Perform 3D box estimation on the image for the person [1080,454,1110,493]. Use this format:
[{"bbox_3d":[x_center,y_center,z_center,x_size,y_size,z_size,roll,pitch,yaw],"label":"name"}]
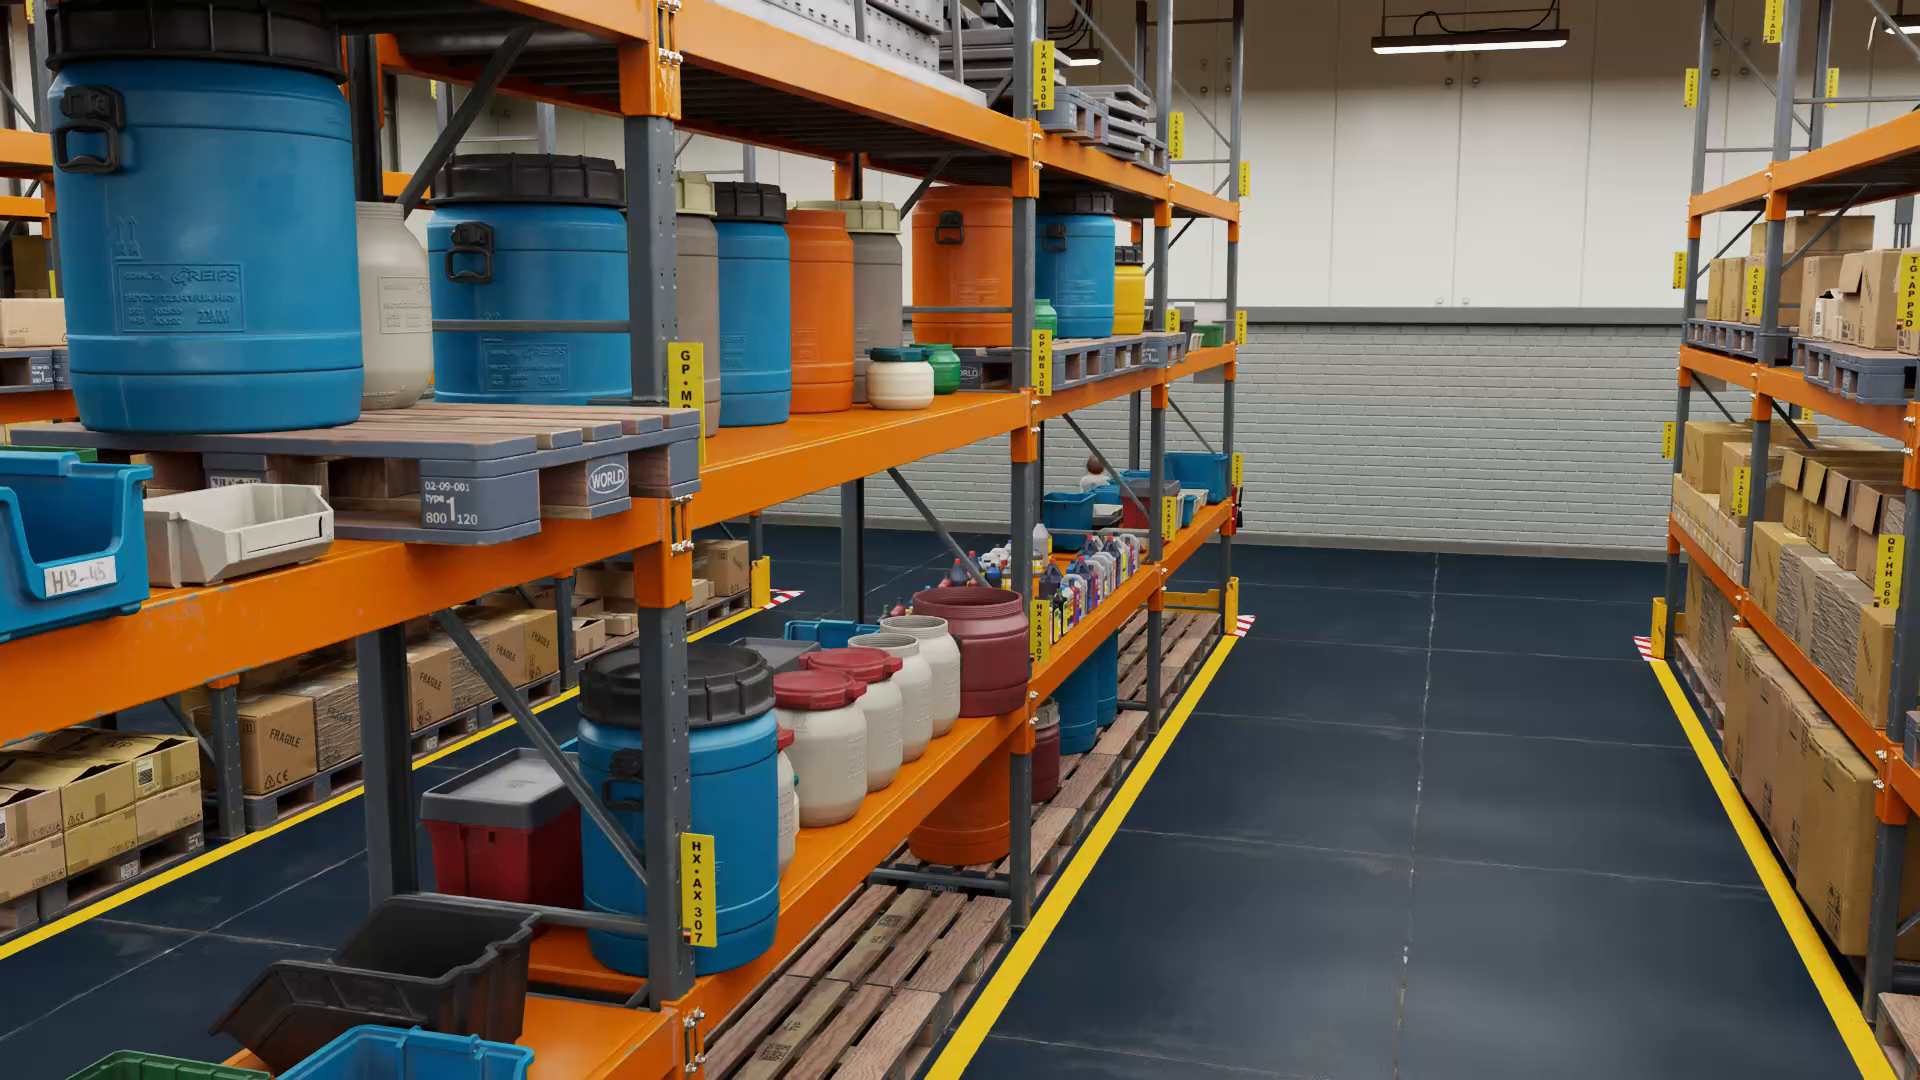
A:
[{"bbox_3d":[1.496,-0.146,17.834,0.412,1.598,0.481,3,9,20],"label":"person"}]
